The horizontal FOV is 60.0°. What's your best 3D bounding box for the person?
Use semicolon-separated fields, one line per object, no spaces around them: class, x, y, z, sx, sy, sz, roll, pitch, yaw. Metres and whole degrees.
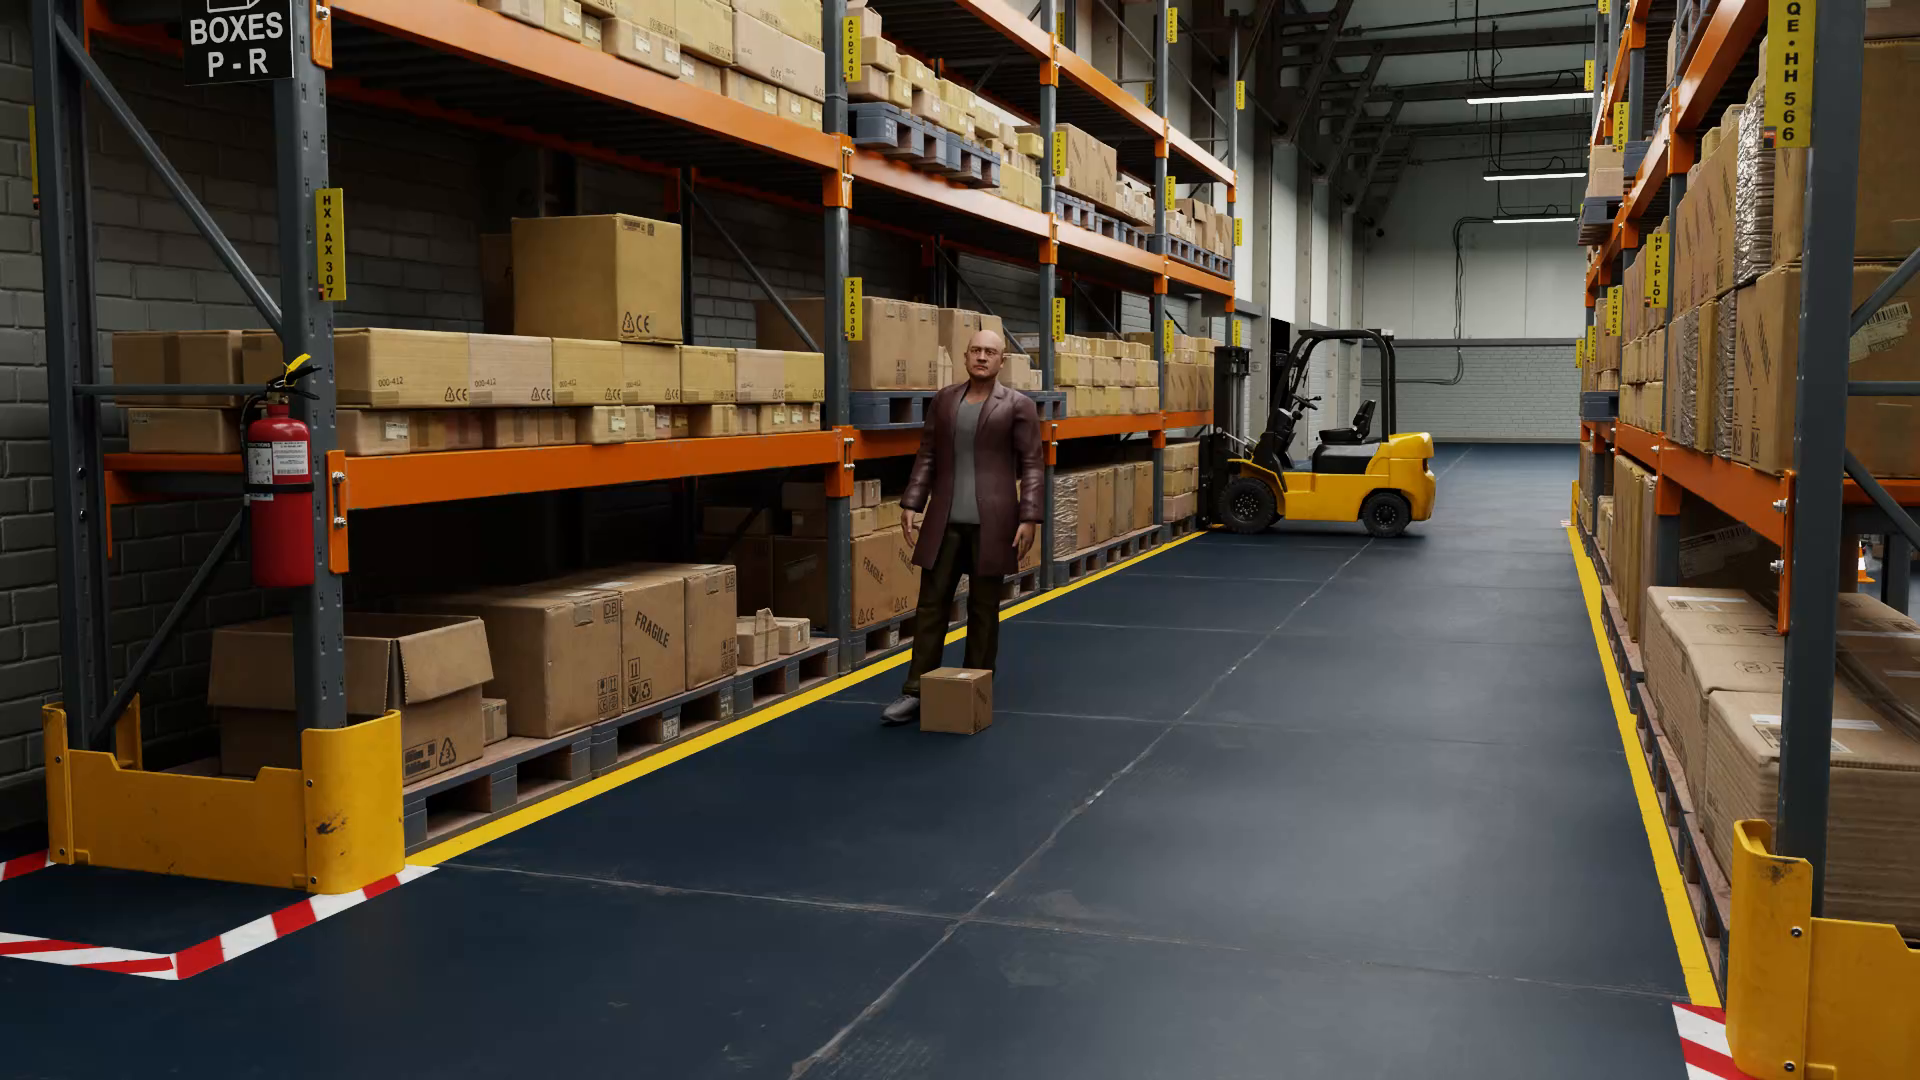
person;0.025;-0.066;7.572;0.698;1.777;0.580;2;5;19
